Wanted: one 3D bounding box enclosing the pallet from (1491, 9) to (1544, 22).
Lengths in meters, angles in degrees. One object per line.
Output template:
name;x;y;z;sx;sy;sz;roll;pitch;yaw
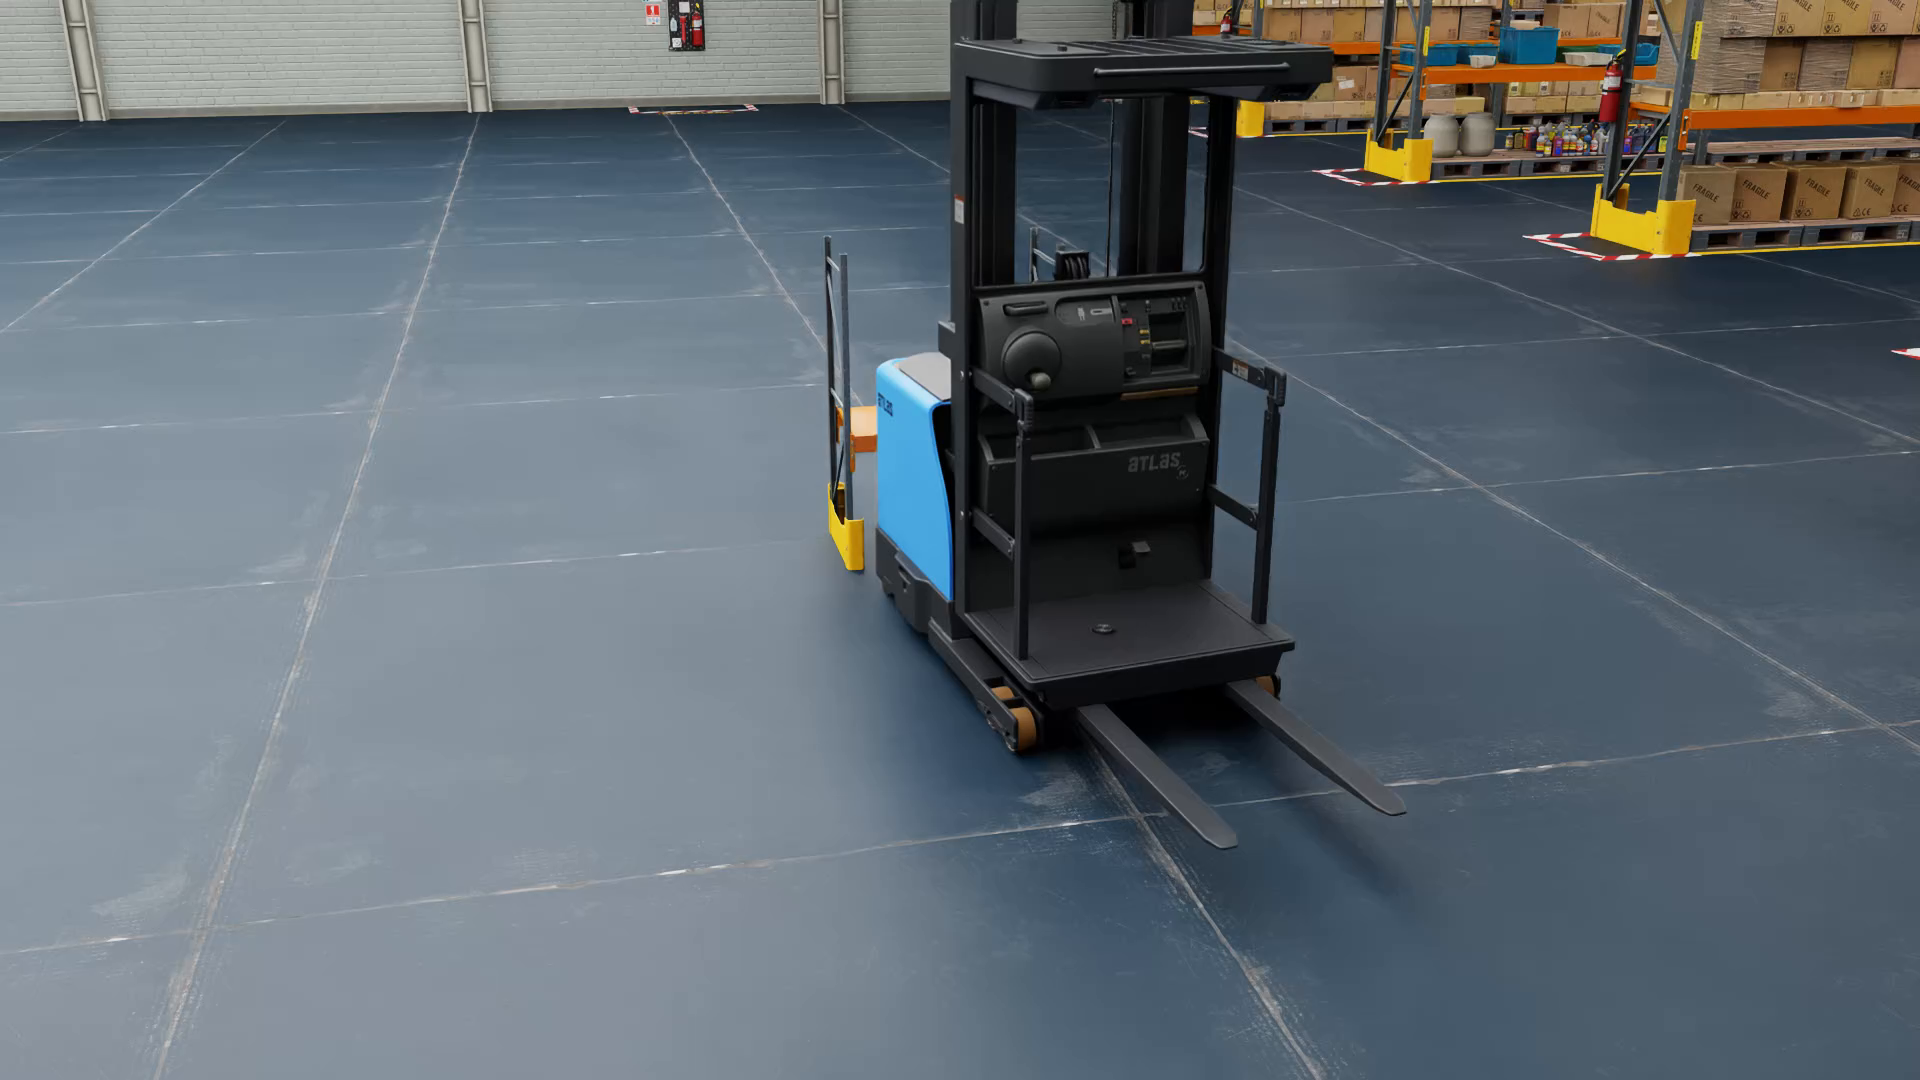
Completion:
pallet;10.217;-9.708;30.735;1.003;0.211;1.213;-5;21;-12

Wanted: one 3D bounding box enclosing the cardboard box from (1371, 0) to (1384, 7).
cardboard box;6.171;-8.031;24.790;0.250;0.149;0.380;-4;21;-12

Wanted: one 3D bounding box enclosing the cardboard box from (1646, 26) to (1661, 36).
cardboard box;10.801;-7.995;26.144;0.250;0.149;0.380;-3;20;-8

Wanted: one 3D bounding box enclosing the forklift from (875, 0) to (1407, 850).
forklift;0.594;-0.750;6.102;1.130;2.935;3.031;-7;21;-19

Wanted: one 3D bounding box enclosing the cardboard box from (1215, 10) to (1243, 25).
cardboard box;4.647;-9.213;29.293;0.500;0.250;0.500;-5;21;-13

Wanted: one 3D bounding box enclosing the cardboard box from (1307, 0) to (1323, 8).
cardboard box;5.175;-7.951;24.571;0.250;0.149;0.380;-5;21;-12

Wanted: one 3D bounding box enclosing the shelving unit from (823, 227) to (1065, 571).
shelving unit;-0.074;-0.698;8.040;1.083;1.500;0.587;-5;21;-12

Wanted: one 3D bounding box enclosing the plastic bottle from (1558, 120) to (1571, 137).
plastic bottle;7.794;-5.247;21.489;0.185;0.351;0.144;-5;21;-13

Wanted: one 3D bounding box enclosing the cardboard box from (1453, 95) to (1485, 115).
cardboard box;7.735;-6.712;25.664;0.500;0.250;0.500;-5;21;-12

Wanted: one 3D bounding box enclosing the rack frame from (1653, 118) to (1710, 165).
rack frame;9.273;-6.258;21.037;0.127;3.000;1.000;-5;21;-12

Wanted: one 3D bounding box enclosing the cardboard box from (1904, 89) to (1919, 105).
cardboard box;9.043;-4.284;16.014;0.250;0.149;0.380;-5;21;-12

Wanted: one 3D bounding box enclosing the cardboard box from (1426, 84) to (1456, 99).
cardboard box;7.246;-7.029;25.438;0.500;0.500;0.500;-5;21;-12

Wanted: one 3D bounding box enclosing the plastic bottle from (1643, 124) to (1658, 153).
plastic bottle;8.712;-5.073;21.014;0.185;0.351;0.144;-5;21;-14

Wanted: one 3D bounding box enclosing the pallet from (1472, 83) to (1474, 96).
pallet;8.940;-8.424;31.006;1.213;0.211;1.003;-5;21;-12

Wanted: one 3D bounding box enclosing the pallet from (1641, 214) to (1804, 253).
pallet;7.392;-3.032;16.286;1.213;0.211;1.003;-5;21;-12

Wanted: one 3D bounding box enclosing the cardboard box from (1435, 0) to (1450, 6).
cardboard box;7.170;-8.113;25.012;0.250;0.149;0.380;-5;21;-13

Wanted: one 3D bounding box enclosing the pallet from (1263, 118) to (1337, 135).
pallet;4.978;-6.365;25.382;1.213;0.211;1.003;-5;21;-12

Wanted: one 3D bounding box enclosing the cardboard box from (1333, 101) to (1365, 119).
cardboard box;5.789;-6.554;25.232;0.500;0.250;0.500;-5;21;-12

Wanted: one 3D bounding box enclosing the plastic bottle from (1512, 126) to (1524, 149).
plastic bottle;7.176;-5.180;21.403;0.133;0.283;0.061;-4;21;-11

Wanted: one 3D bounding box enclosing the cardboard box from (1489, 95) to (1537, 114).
cardboard box;8.586;-6.771;25.825;0.500;0.250;0.500;-5;21;-14

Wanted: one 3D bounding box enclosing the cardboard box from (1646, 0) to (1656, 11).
cardboard box;12.917;-10.160;31.084;0.500;0.500;0.500;-4;21;-11

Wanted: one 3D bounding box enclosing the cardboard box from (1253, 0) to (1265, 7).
cardboard box;4.572;-8.045;24.827;0.250;0.149;0.380;-5;21;-13

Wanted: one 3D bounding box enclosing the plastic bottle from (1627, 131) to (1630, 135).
plastic bottle;8.467;-5.070;21.115;0.135;0.276;0.152;-5;21;-12

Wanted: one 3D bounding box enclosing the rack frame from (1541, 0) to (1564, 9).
rack frame;10.886;-9.890;30.954;0.127;3.000;1.000;-5;21;-12

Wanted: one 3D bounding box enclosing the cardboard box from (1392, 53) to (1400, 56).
cardboard box;8.133;-9.059;30.587;0.500;0.250;0.500;-5;21;-14

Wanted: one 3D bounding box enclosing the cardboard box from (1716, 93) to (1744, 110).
cardboard box;7.100;-4.121;15.570;0.250;0.149;0.380;-5;21;-12

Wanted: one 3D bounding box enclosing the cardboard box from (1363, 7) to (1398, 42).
cardboard box;6.207;-7.802;25.108;0.500;0.500;0.700;-4;21;-11

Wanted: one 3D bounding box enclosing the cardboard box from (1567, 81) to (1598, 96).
cardboard box;9.588;-7.114;25.946;0.500;0.311;0.500;-5;21;-14

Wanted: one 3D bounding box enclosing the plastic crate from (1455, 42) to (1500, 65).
plastic crate;6.431;-6.061;20.714;0.408;0.251;0.499;-5;21;-12

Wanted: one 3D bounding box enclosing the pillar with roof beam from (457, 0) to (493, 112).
pillar with roof beam;-7.105;-10.028;22.608;0.400;9.000;9.100;-5;21;-12

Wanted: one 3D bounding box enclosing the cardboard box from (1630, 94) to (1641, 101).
cardboard box;10.582;-6.935;26.272;0.500;0.250;0.500;-4;21;-11

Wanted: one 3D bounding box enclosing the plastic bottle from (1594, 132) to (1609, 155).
plastic bottle;8.052;-4.986;20.884;0.135;0.276;0.152;-4;21;-11

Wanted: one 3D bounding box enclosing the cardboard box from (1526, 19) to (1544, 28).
cardboard box;8.950;-7.984;25.945;0.258;0.266;0.396;-5;21;-14

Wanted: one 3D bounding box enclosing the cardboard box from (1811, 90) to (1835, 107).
cardboard box;8.067;-4.209;15.809;0.250;0.149;0.380;-5;21;-12

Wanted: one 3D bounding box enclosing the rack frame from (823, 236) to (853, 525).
rack frame;-0.578;-0.657;7.928;0.032;1.500;0.500;-5;21;-12

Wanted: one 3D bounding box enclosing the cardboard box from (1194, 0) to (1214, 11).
cardboard box;4.117;-9.521;29.045;0.500;0.500;0.500;-5;21;-12

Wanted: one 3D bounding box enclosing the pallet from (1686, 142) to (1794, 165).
pallet;10.028;-5.023;21.721;1.213;0.211;1.003;-5;21;-12

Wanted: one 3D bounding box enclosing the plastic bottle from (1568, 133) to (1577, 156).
plastic bottle;7.647;-4.941;20.769;0.097;0.271;0.097;0;20;0

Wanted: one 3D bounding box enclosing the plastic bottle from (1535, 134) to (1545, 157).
plastic bottle;7.216;-4.906;20.673;0.097;0.271;0.097;0;20;0

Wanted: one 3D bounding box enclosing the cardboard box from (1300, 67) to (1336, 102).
cardboard box;5.303;-6.866;24.993;0.500;0.500;0.500;-5;21;-12

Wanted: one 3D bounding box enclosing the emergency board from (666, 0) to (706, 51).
emergency board;-4.670;-8.945;28.371;0.643;1.169;0.194;-5;21;-12

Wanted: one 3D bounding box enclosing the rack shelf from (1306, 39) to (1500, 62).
rack shelf;6.190;-7.420;25.255;4.000;0.370;1.077;-5;21;-12

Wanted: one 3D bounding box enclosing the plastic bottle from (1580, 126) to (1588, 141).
plastic bottle;8.073;-5.219;21.528;0.097;0.271;0.097;0;20;0

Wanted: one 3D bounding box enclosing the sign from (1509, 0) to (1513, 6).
sign;8.266;-8.174;24.894;0.005;0.325;0.100;-5;21;-12

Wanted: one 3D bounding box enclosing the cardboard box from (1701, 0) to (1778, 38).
cardboard box;7.118;-4.892;15.276;0.500;0.500;0.500;-5;21;-12

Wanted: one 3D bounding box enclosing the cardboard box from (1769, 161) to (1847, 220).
cardboard box;8.319;-3.452;16.402;0.500;0.500;0.500;-3;20;-7

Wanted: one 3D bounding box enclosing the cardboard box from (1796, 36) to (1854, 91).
cardboard box;8.017;-4.609;15.958;0.500;0.500;0.875;-5;21;-12

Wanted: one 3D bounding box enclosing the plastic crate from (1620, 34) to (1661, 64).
plastic crate;8.734;-6.230;21.050;0.504;0.338;0.767;-5;21;-12

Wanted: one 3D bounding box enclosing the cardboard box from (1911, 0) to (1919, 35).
cardboard box;9.065;-5.049;15.705;0.500;0.500;0.500;-5;21;-12

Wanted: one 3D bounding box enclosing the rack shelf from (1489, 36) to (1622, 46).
rack shelf;10.083;-7.737;26.120;4.000;0.370;1.077;-5;21;-12

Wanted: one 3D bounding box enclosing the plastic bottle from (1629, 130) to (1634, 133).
plastic bottle;8.763;-5.264;21.752;0.097;0.201;0.097;0;20;0

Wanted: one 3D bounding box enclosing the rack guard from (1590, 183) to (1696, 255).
rack guard;6.594;-3.115;16.093;0.348;0.500;1.175;-5;21;-12
